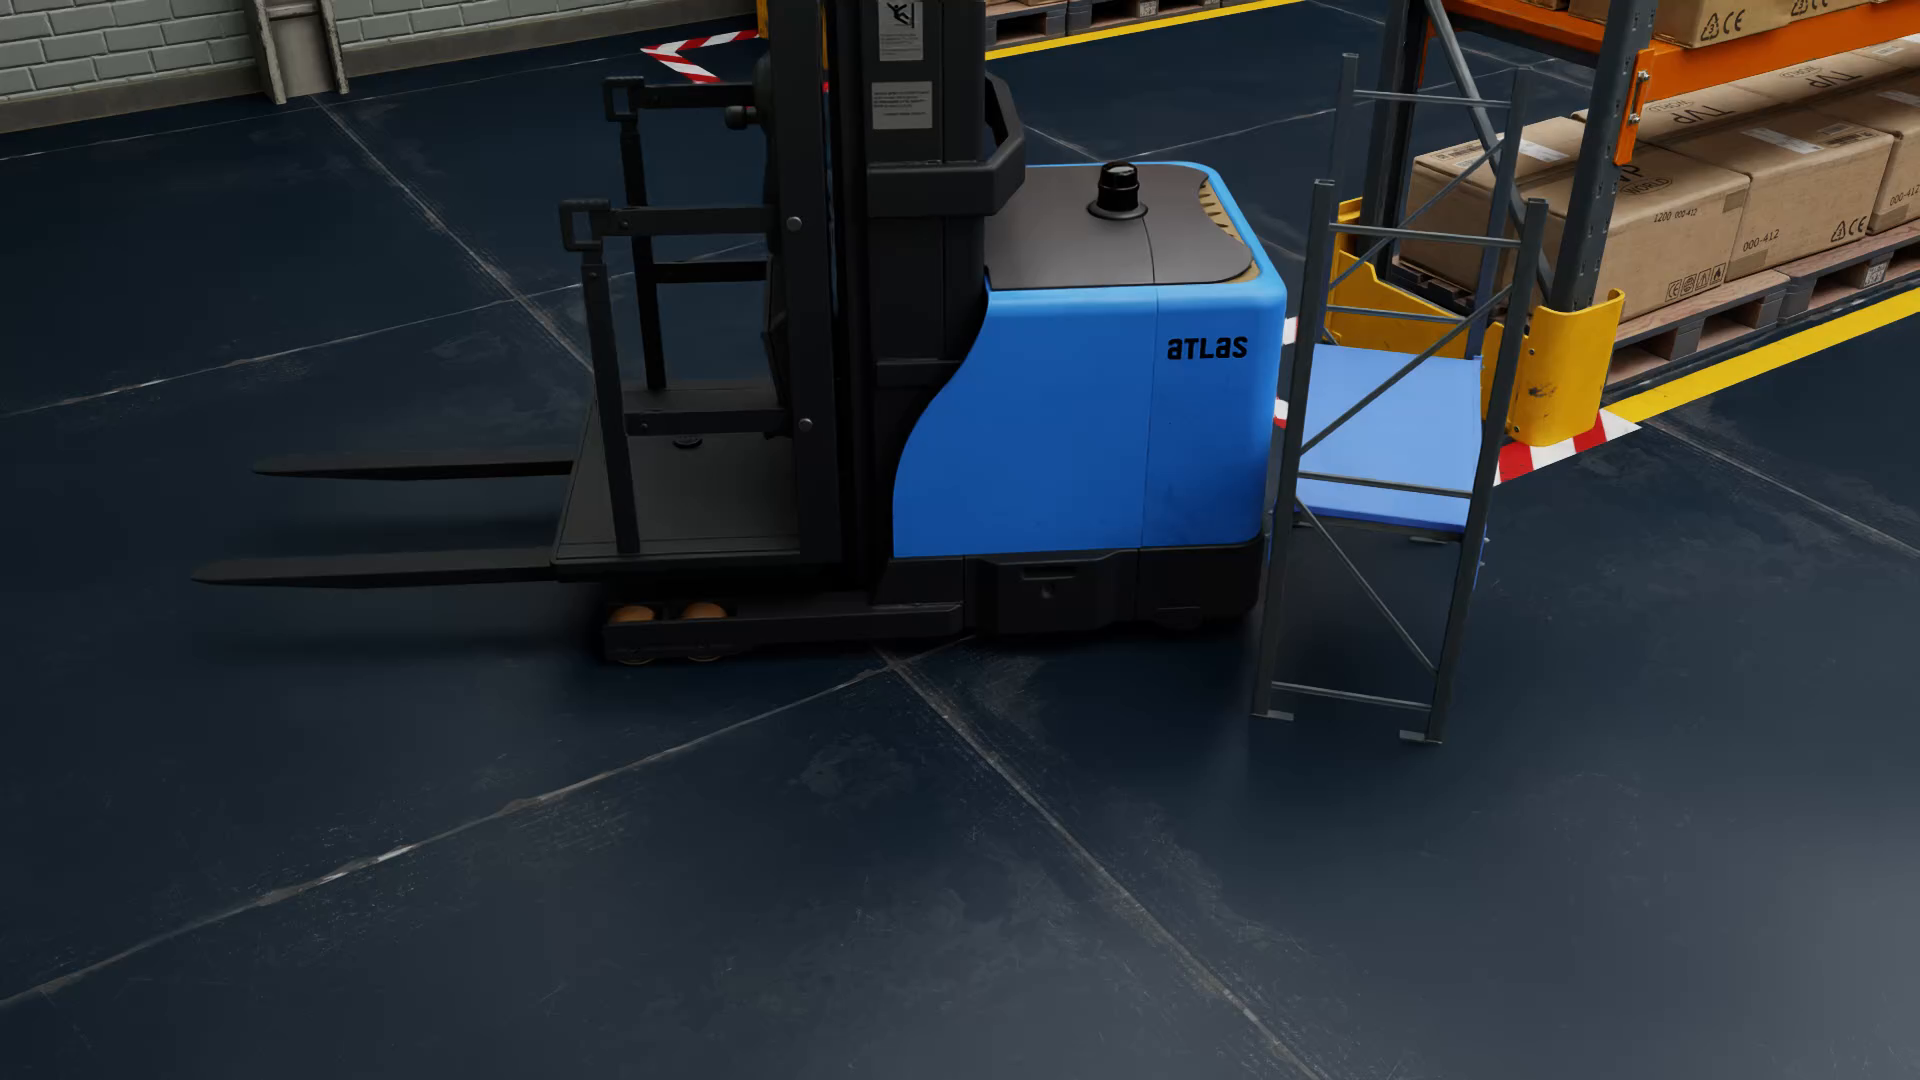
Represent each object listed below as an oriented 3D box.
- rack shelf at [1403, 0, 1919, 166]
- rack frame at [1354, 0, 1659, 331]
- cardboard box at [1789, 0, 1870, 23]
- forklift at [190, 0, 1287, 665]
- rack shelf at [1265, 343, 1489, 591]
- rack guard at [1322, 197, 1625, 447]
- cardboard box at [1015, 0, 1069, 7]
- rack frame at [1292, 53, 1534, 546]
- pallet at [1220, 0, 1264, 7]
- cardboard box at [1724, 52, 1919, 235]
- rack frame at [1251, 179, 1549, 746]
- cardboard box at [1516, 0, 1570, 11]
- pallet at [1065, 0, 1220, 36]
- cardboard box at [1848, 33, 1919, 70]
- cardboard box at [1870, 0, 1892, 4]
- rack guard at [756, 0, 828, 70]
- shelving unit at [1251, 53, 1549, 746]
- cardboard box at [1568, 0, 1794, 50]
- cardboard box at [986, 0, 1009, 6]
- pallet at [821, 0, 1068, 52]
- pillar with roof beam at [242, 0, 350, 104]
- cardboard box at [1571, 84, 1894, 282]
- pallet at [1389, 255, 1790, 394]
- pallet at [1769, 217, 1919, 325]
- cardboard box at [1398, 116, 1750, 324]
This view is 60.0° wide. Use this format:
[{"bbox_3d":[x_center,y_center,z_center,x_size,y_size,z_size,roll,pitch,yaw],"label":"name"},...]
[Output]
[{"bbox_3d":[3.519,-2.169,6.552,4.000,0.370,1.077,-19,37,-27],"label":"rack shelf"},{"bbox_3d":[1.838,-1.895,5.443,0.127,3.000,1.000,-19,37,-27],"label":"rack frame"},{"bbox_3d":[2.807,-2.106,5.684,0.500,0.500,0.500,-20,37,-28],"label":"cardboard box"},{"bbox_3d":[-0.675,-1.181,4.374,3.031,2.935,1.130,-2,32,-4],"label":"forklift"},{"bbox_3d":[1.160,-0.243,4.566,0.538,0.185,1.000,8,33,12],"label":"rack shelf"},{"bbox_3d":[1.818,-0.831,6.099,0.348,0.500,1.175,-19,37,-27],"label":"rack guard"},{"bbox_3d":[0.450,-3.605,10.102,0.500,0.500,0.700,-17,36,-25],"label":"cardboard box"},{"bbox_3d":[1.287,-0.657,4.886,0.500,1.500,0.032,8,33,12],"label":"rack frame"},{"bbox_3d":[1.930,-3.899,11.233,1.213,0.211,1.003,-19,37,-27],"label":"pallet"},{"bbox_3d":[3.862,-1.753,7.226,0.875,0.438,0.875,-20,37,-29],"label":"cardboard box"},{"bbox_3d":[1.033,-0.132,4.054,0.500,1.500,0.032,8,33,12],"label":"rack frame"},{"bbox_3d":[2.100,-2.196,5.826,0.500,0.500,0.500,-19,37,-27],"label":"cardboard box"},{"bbox_3d":[0.903,-3.544,10.671,1.213,0.211,1.003,-19,37,-27],"label":"pallet"},{"bbox_3d":[4.614,-2.012,7.636,0.875,0.438,0.875,-20,37,-28],"label":"cardboard box"},{"bbox_3d":[3.244,-2.245,5.904,0.500,0.500,0.500,-19,37,-28],"label":"cardboard box"},{"bbox_3d":[-0.791,-3.085,9.672,0.348,0.500,1.175,-19,37,-27],"label":"rack guard"},{"bbox_3d":[1.160,-0.395,4.470,0.538,1.500,1.048,8,33,12],"label":"shelving unit"},{"bbox_3d":[2.397,-1.948,5.433,0.500,0.500,0.500,-19,37,-28],"label":"cardboard box"},{"bbox_3d":[0.089,-3.332,9.999,0.250,0.149,0.380,-21,38,-29],"label":"cardboard box"},{"bbox_3d":[-0.121,-3.194,10.115,1.213,0.211,1.003,-19,37,-27],"label":"pallet"},{"bbox_3d":[-1.277,-4.352,3.714,0.400,9.000,9.100,-19,37,-27],"label":"pillar with roof beam"},{"bbox_3d":[3.103,-1.493,6.814,0.875,0.438,0.875,-18,36,-26],"label":"cardboard box"},{"bbox_3d":[2.467,-0.982,6.609,1.213,0.211,1.003,-19,37,-27],"label":"pallet"},{"bbox_3d":[3.492,-1.333,7.165,1.213,0.211,1.003,-19,37,-27],"label":"pallet"},{"bbox_3d":[2.338,-1.225,6.388,0.875,0.438,0.875,-20,38,-29],"label":"cardboard box"}]
